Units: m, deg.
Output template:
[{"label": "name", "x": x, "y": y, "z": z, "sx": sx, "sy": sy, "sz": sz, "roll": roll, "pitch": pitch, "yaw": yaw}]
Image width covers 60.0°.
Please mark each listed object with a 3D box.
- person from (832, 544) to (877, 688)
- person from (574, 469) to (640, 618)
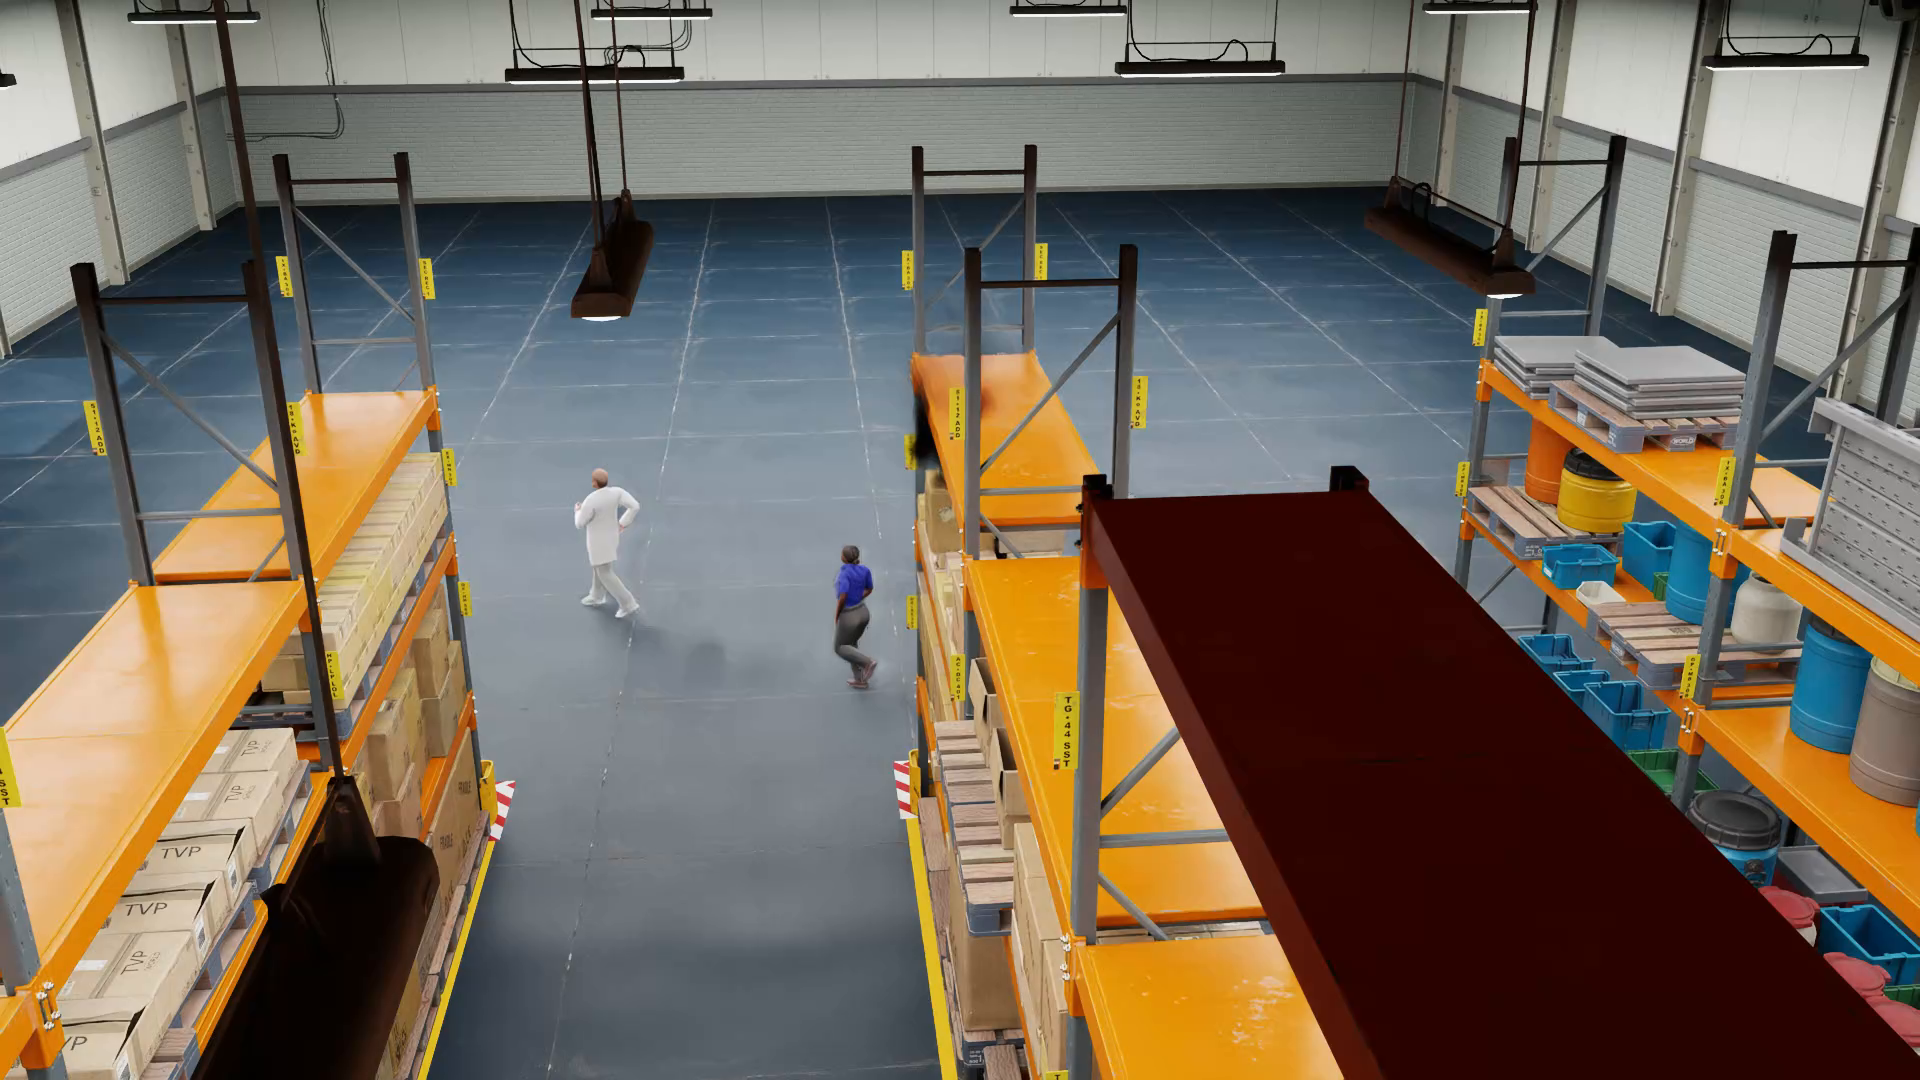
[{"label": "person", "x": -1.115, "y": 0.829, "z": 17.408, "sx": 0.608, "sy": 1.613, "sz": 0.592, "roll": 16, "pitch": 27, "yaw": 36}, {"label": "person", "x": -4.083, "y": 0.026, "z": 19.092, "sx": 1.038, "sy": 1.786, "sz": 0.696, "roll": 13, "pitch": 25, "yaw": 30}]
